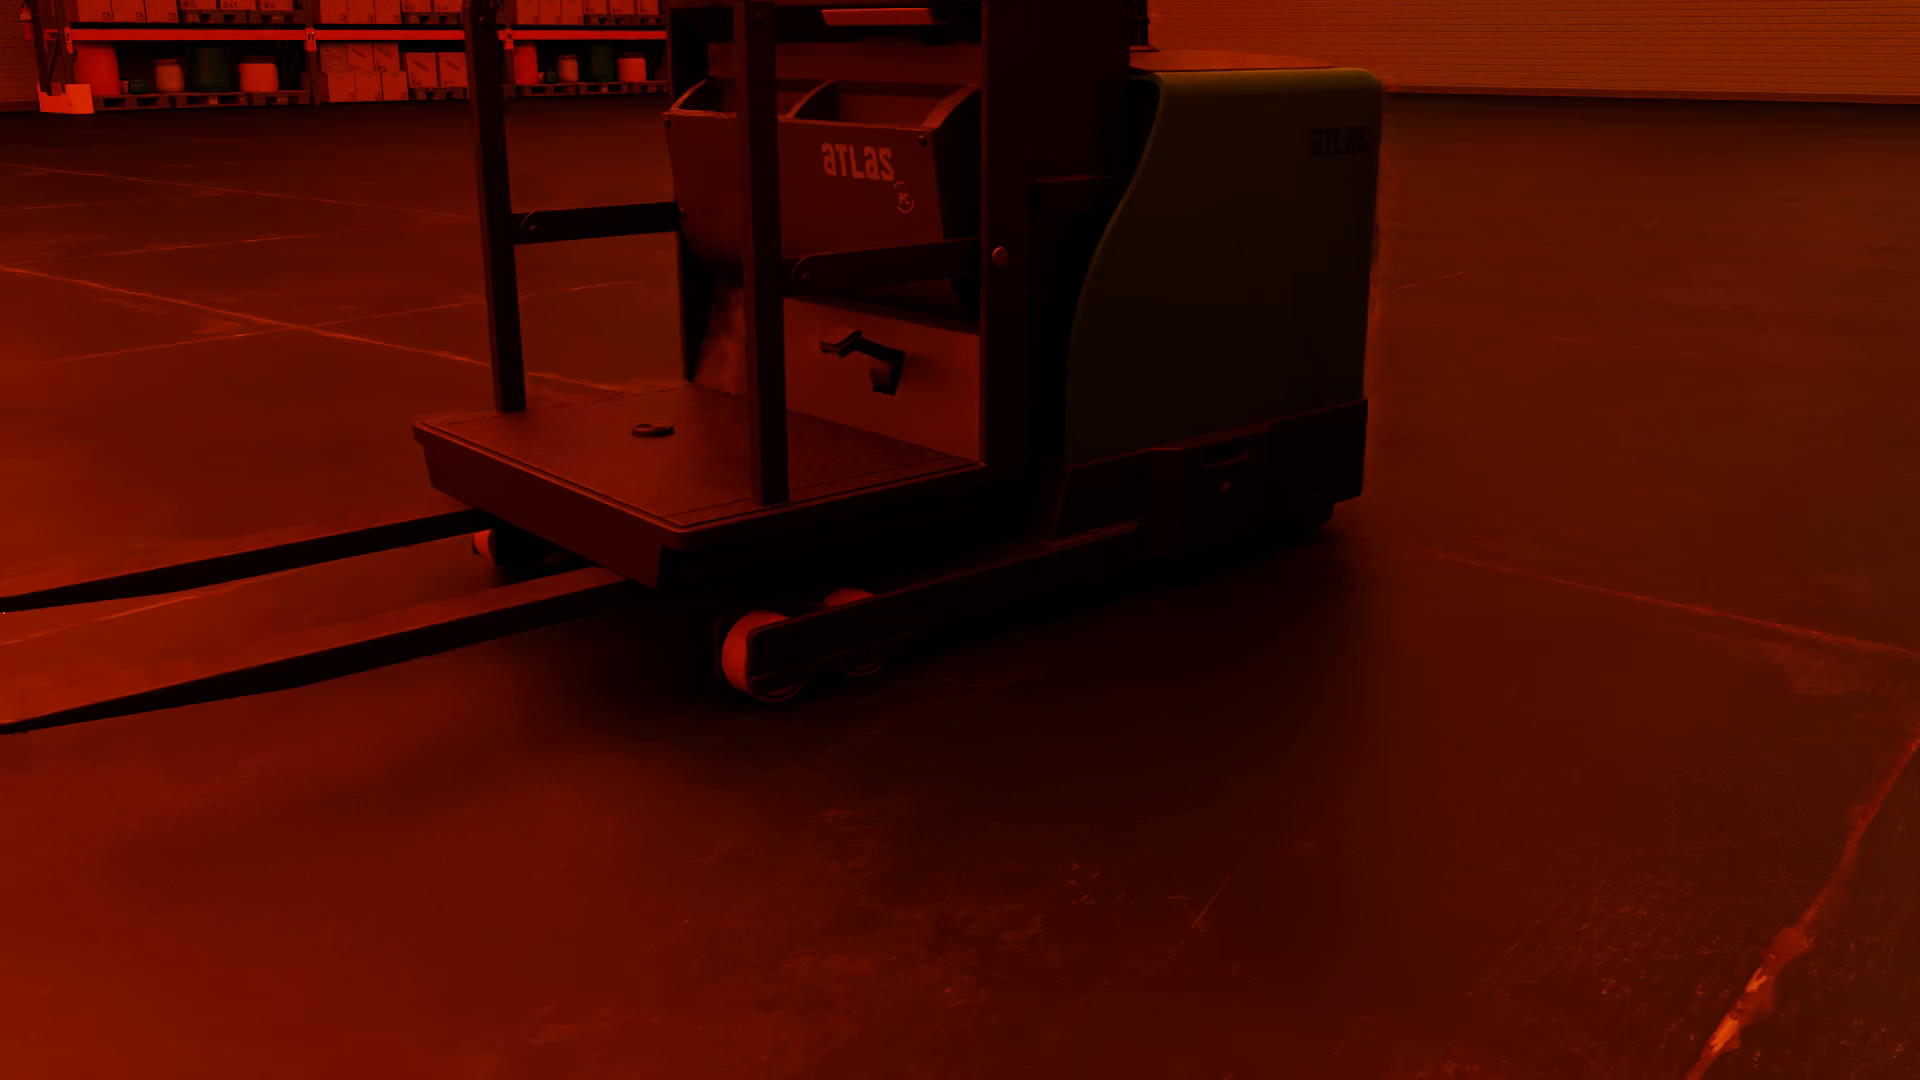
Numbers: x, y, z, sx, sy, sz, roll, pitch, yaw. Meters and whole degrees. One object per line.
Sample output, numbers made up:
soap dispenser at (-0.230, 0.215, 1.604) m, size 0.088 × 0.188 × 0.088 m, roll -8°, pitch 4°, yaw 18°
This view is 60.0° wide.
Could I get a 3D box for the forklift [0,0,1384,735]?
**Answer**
forklift at (-0.457, -1.281, 3.117) m, size 3.031 × 2.935 × 1.130 m, roll -14°, pitch 22°, yaw -39°
